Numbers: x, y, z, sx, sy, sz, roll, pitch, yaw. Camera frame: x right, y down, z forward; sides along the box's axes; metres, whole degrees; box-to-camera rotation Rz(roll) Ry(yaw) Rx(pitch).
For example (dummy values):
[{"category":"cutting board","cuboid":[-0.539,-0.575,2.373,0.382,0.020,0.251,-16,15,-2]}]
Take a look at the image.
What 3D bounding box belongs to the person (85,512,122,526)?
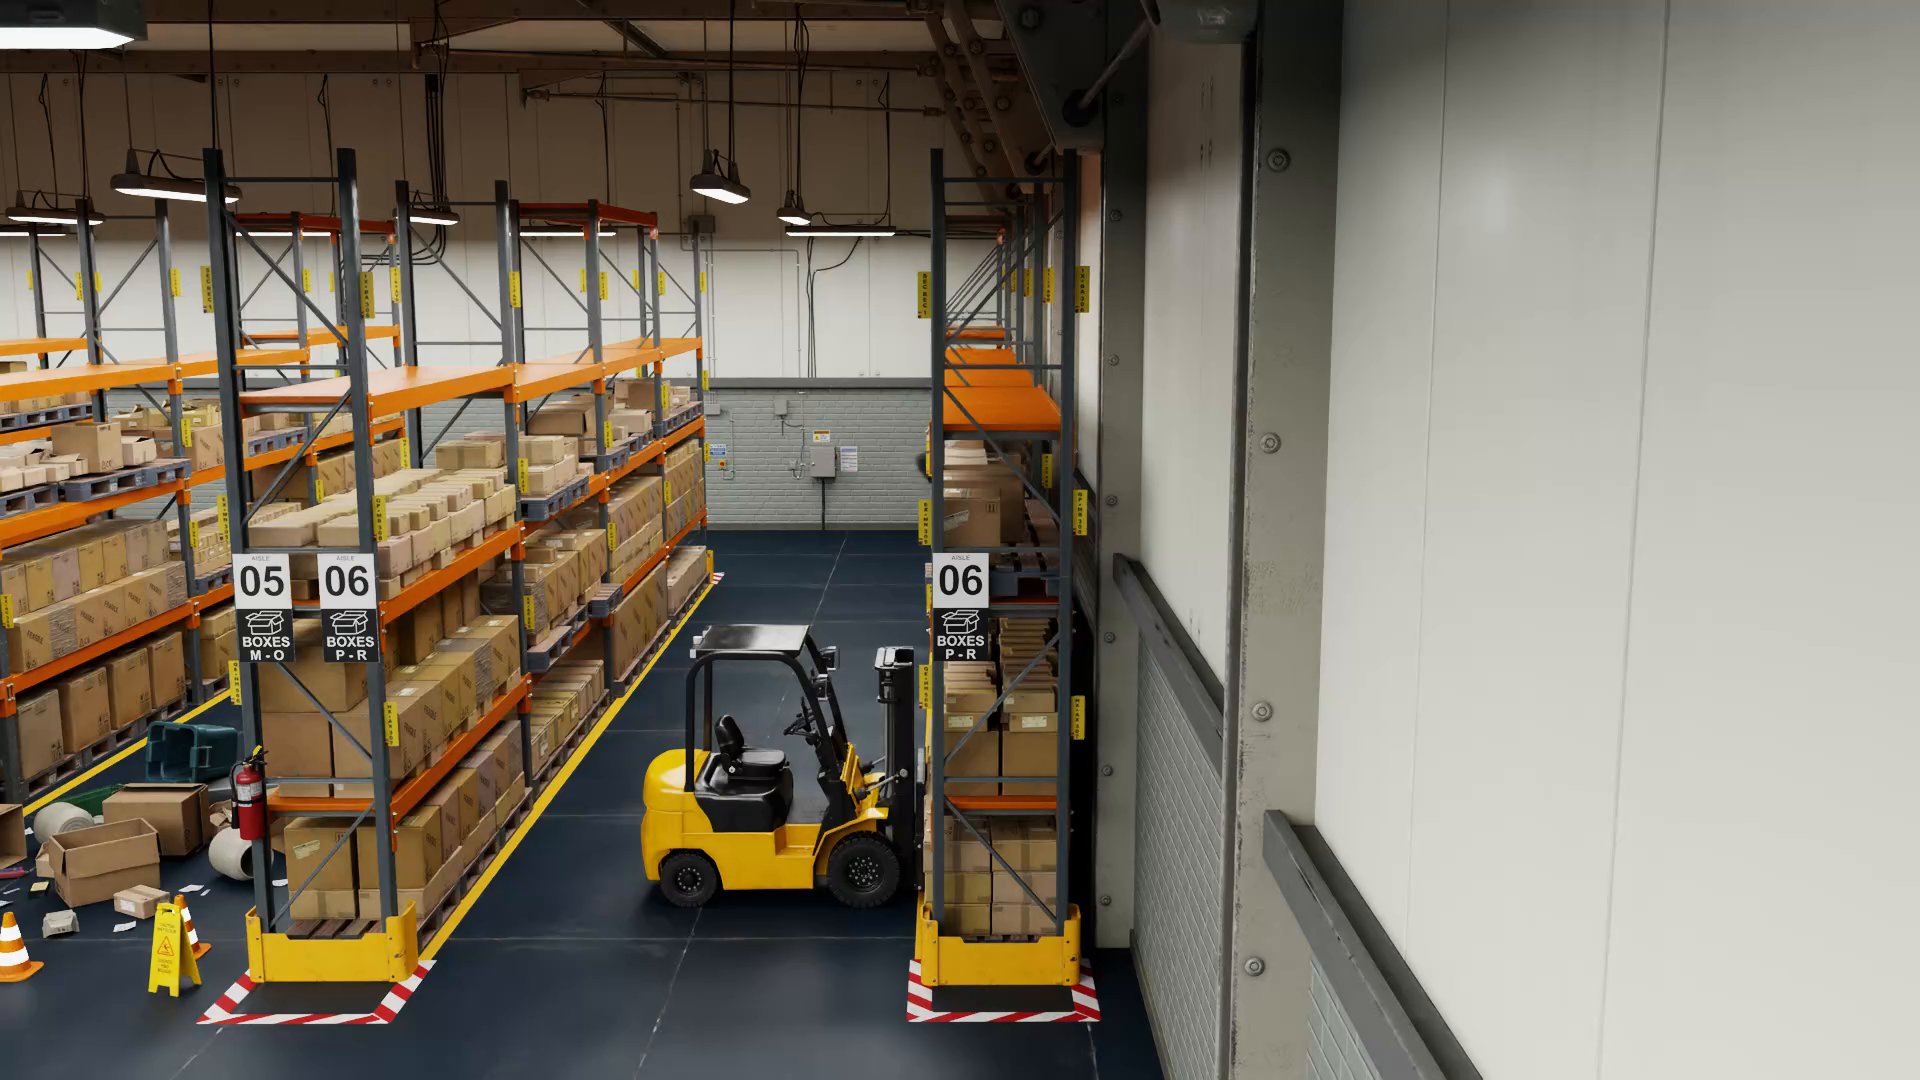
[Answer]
[{"category":"person","cuboid":[-12.964,0.246,25.207,0.686,1.811,0.985,-1,9,-7]}]
